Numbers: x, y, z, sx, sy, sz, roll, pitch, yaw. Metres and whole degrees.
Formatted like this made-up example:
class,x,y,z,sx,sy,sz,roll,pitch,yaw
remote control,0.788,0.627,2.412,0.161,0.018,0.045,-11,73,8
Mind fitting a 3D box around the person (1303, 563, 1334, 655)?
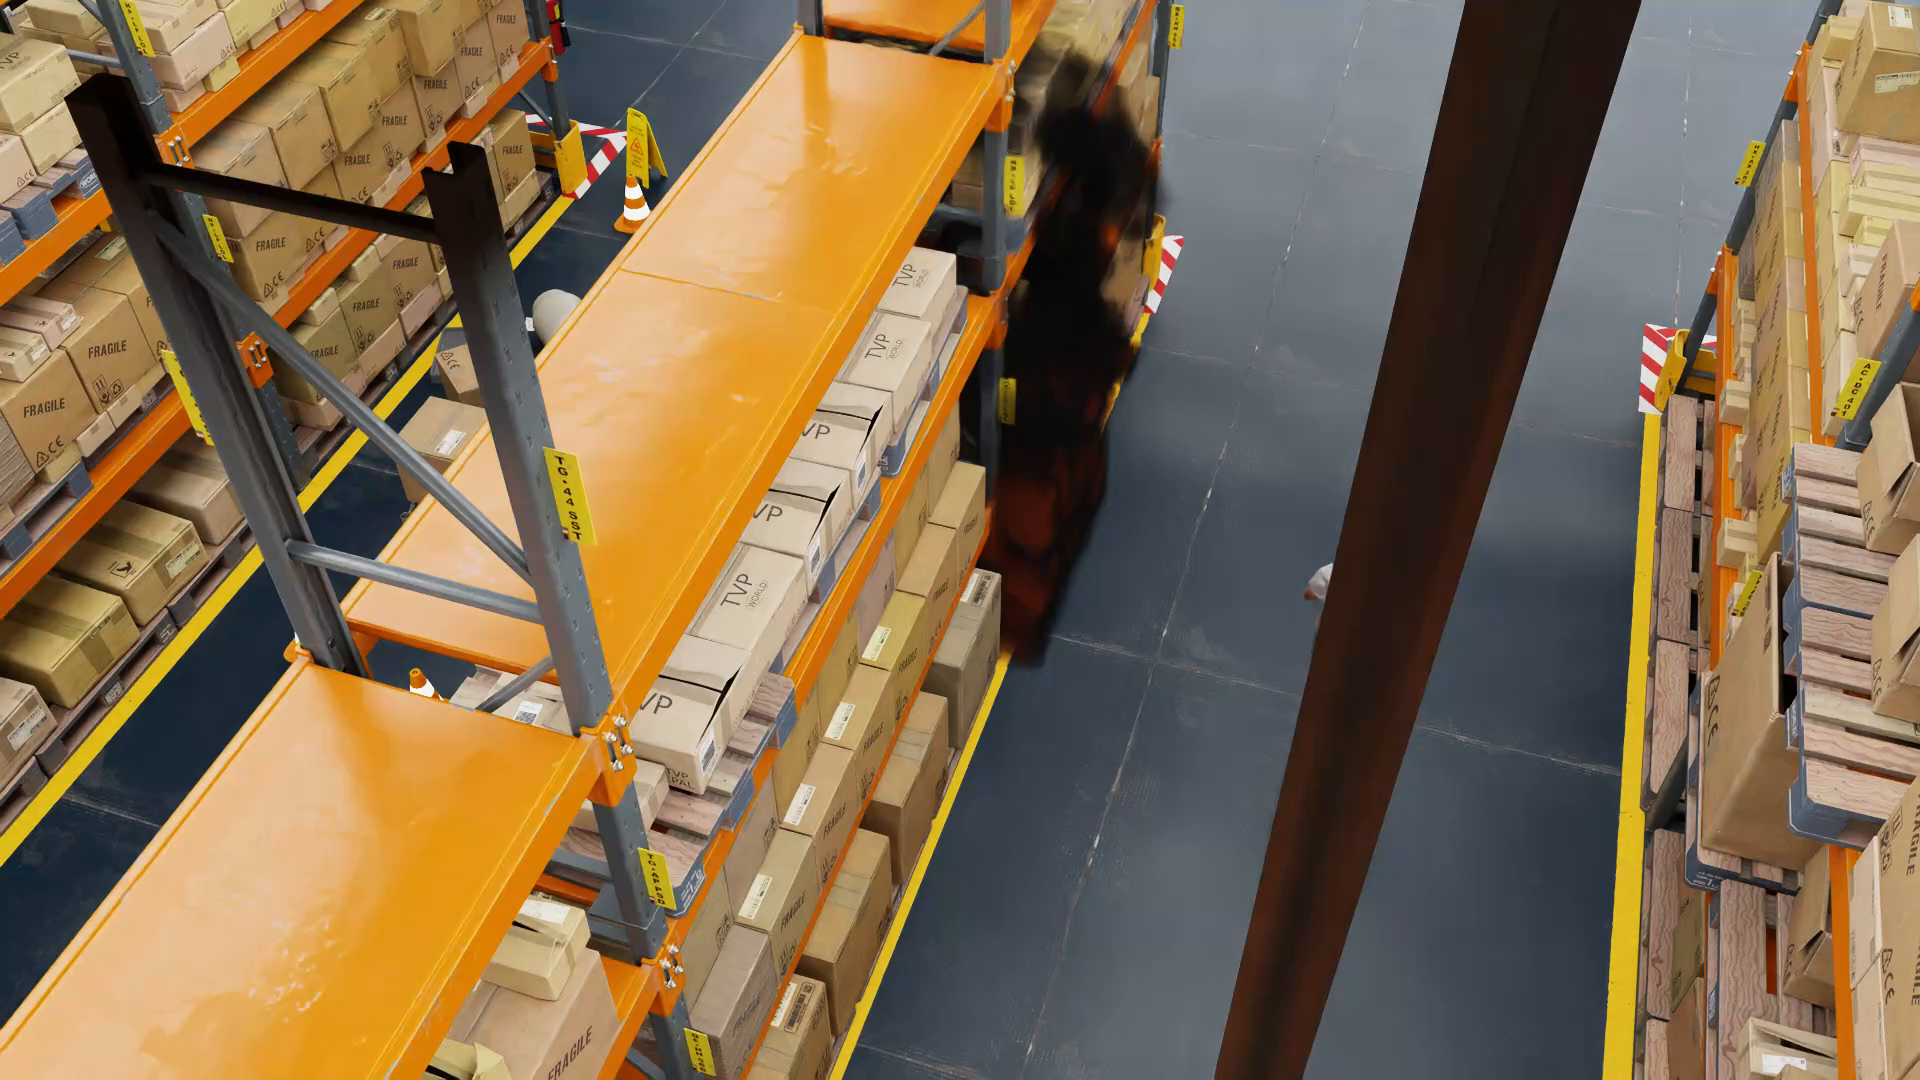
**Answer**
class,x,y,z,sx,sy,sz,roll,pitch,yaw
person,2.194,0.561,9.422,0.579,1.675,0.822,8,46,8
